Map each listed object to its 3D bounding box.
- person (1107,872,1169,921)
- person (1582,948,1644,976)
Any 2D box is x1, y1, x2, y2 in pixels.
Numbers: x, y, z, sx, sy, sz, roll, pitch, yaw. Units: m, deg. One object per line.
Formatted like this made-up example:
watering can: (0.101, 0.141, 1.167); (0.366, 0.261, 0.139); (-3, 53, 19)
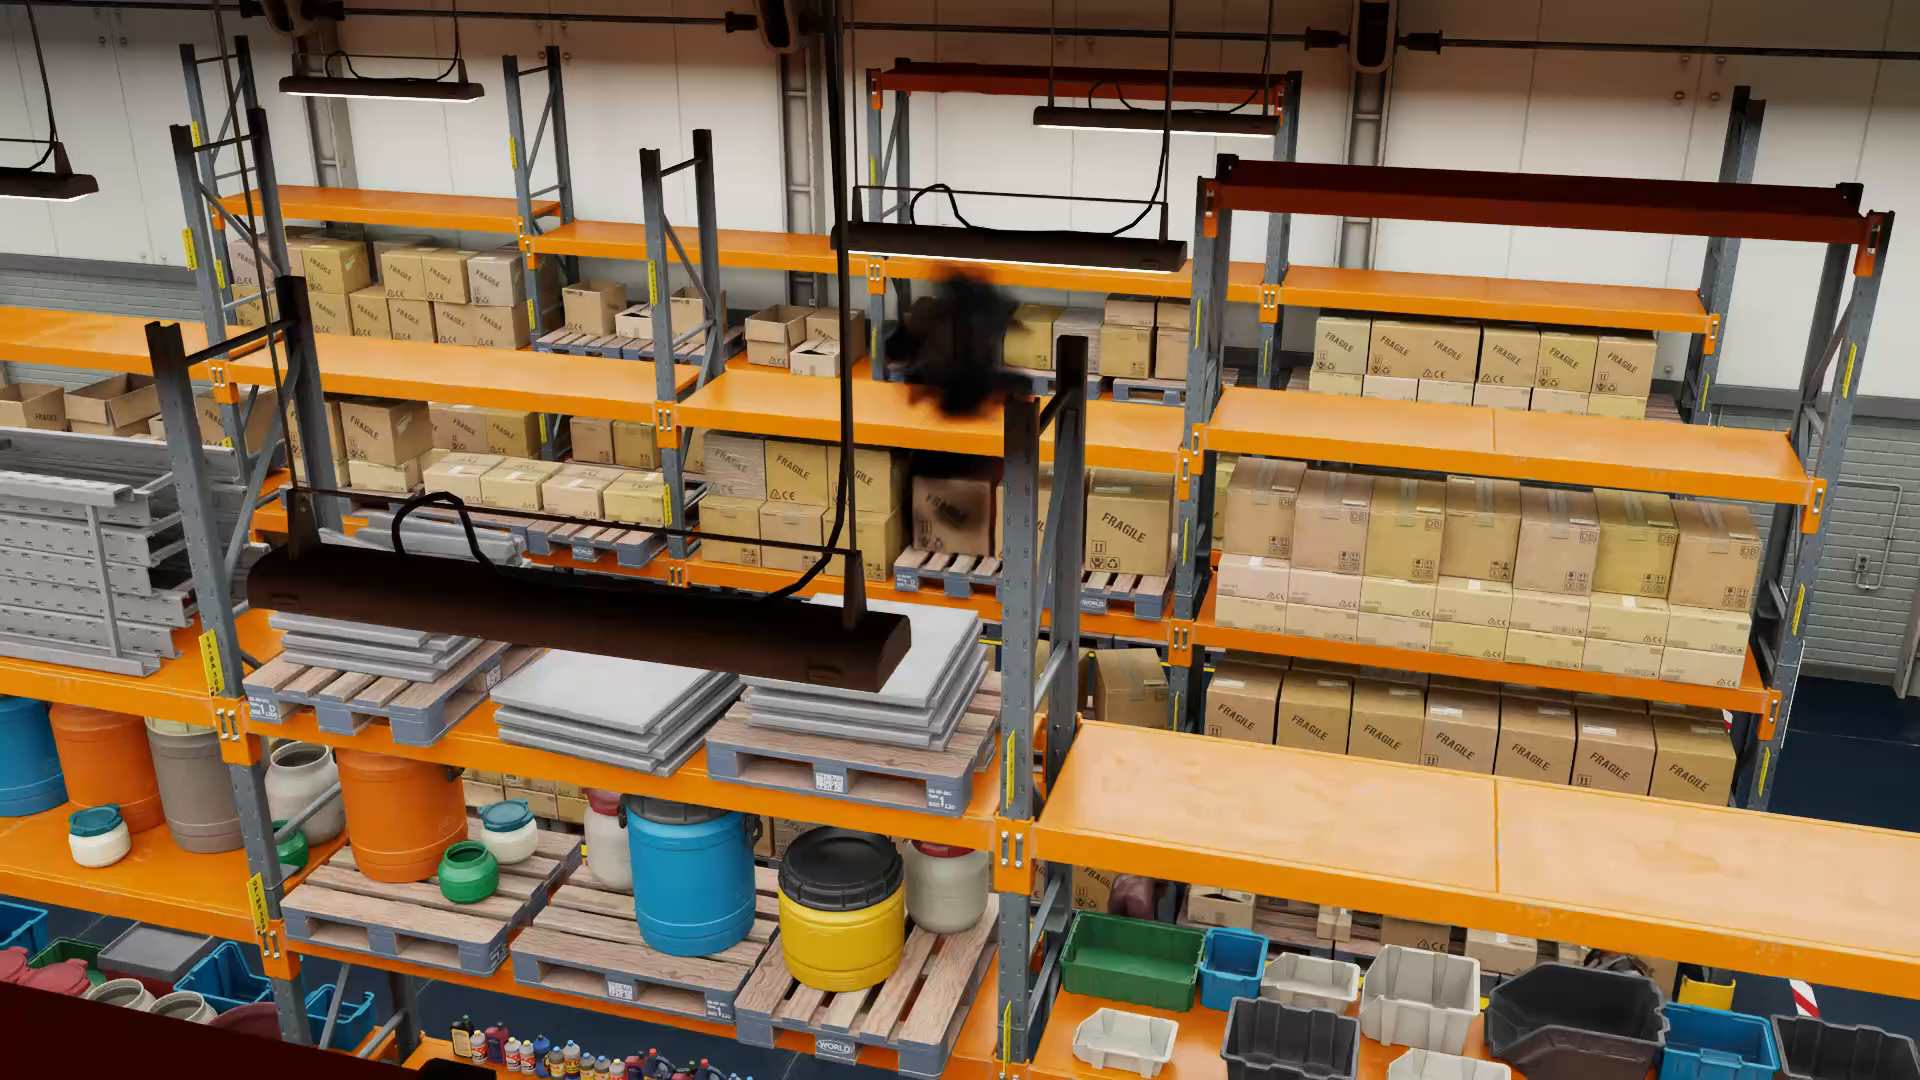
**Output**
person: (1.181, 2.762, 11.126); (0.900, 1.770, 0.711); (3, 23, 7)
person: (4.153, 3.213, 10.825); (0.661, 1.686, 0.633); (4, 23, 10)
